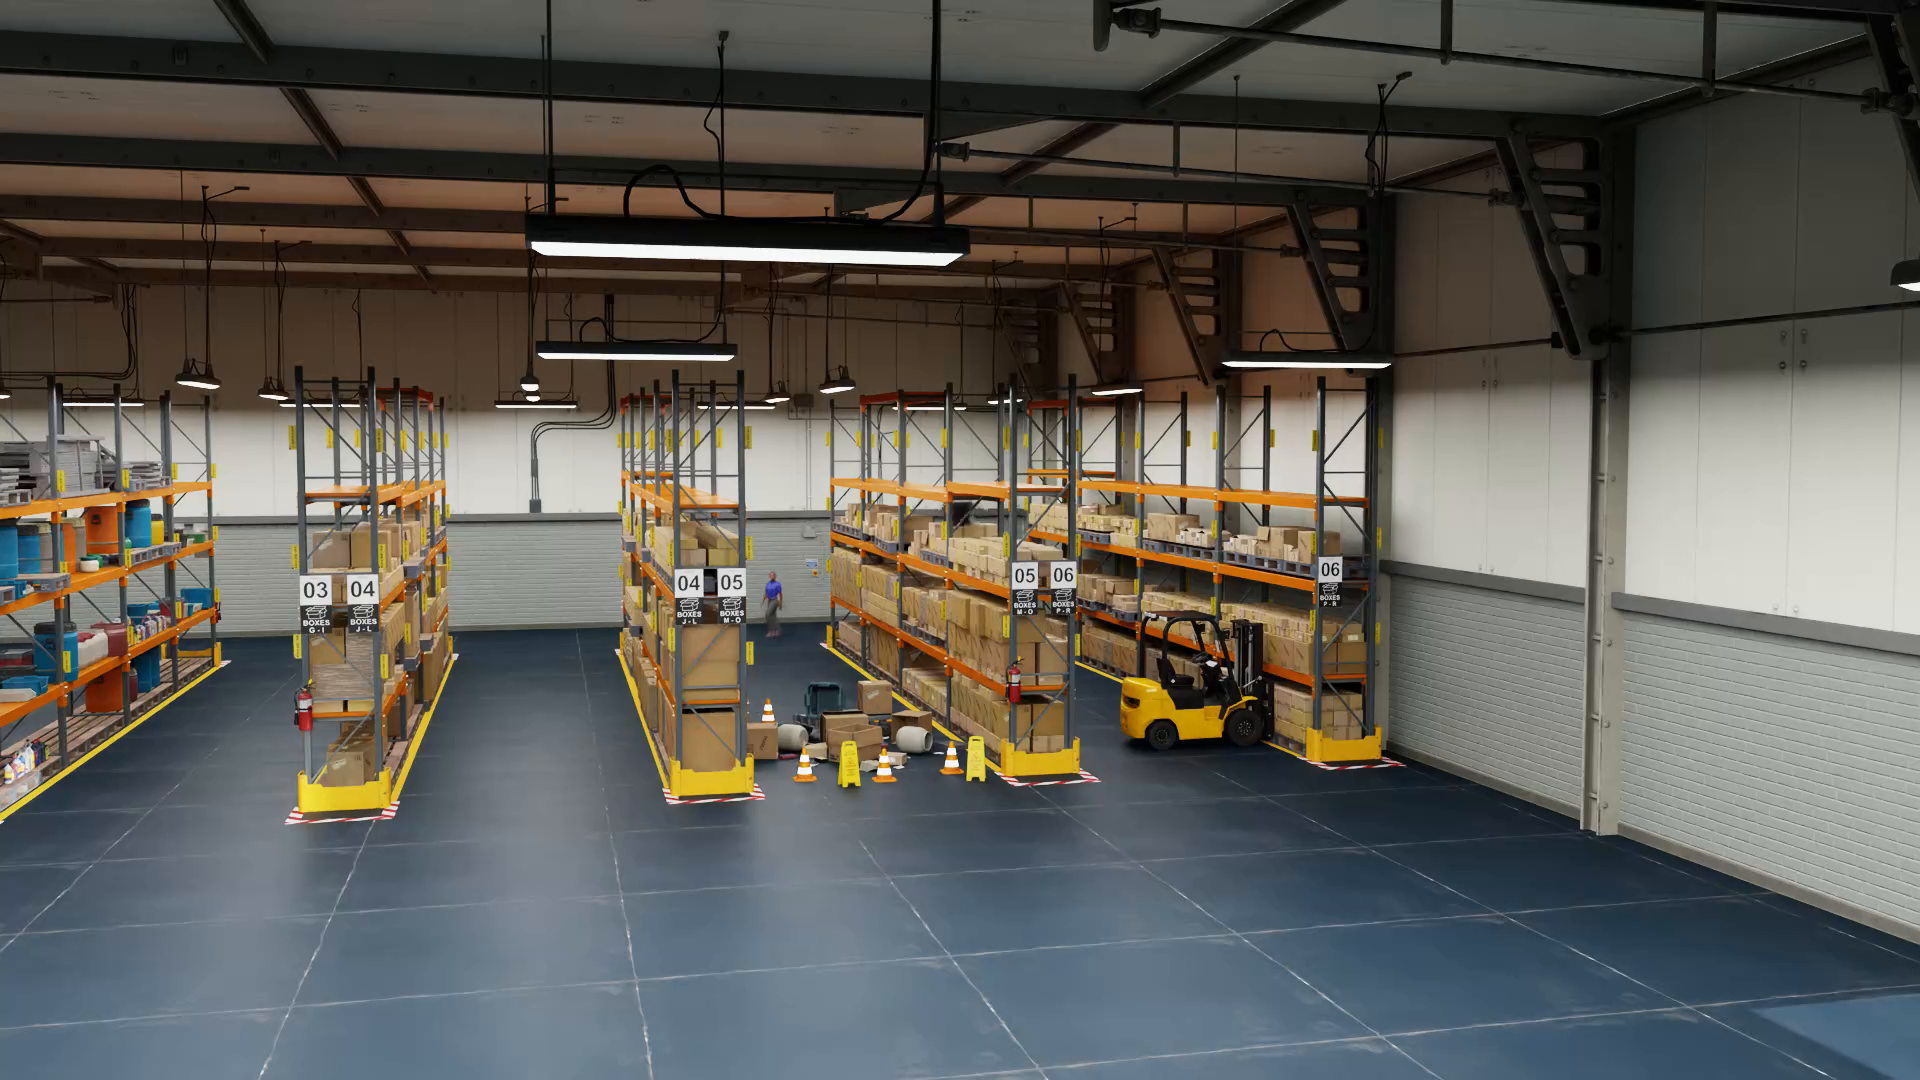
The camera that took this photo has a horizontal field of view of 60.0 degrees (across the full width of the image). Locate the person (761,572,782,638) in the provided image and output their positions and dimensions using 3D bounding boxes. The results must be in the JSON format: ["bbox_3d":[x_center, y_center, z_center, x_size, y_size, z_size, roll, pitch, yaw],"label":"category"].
[{"bbox_3d":[-4.808,1.653,42.412,0.575,1.697,0.408,-2,4,-31],"label":"person"}]
